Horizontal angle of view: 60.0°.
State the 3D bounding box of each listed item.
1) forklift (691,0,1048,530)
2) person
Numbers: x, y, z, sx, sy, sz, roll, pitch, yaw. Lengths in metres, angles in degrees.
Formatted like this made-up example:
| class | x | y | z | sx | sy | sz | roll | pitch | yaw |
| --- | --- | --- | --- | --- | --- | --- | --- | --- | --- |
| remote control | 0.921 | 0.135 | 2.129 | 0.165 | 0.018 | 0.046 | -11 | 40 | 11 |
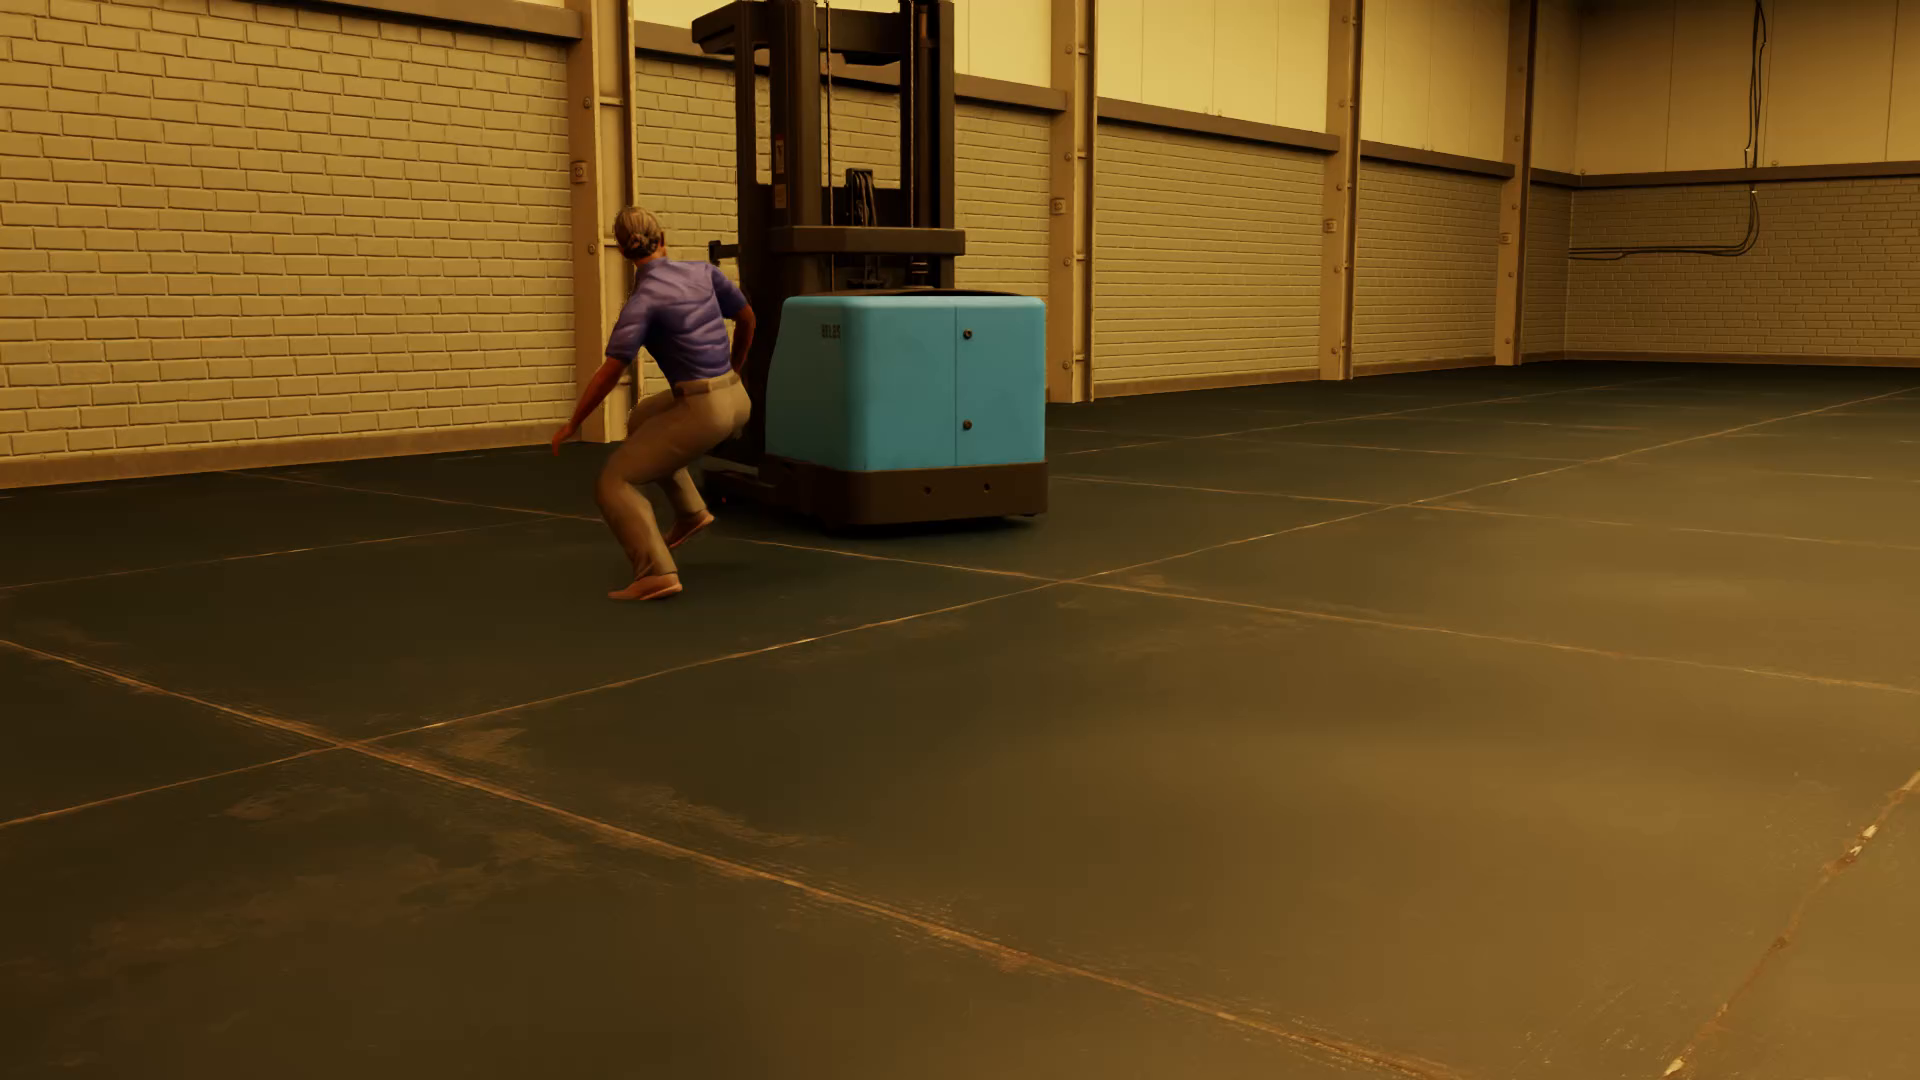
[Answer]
| class | x | y | z | sx | sy | sz | roll | pitch | yaw |
| --- | --- | --- | --- | --- | --- | --- | --- | --- | --- |
| forklift | -0.720 | -1.667 | 8.674 | 1.130 | 2.935 | 3.031 | -4 | 9 | -28 |
| person | -1.112 | -0.511 | 6.203 | 0.617 | 1.433 | 0.743 | 3 | 9 | 20 |
